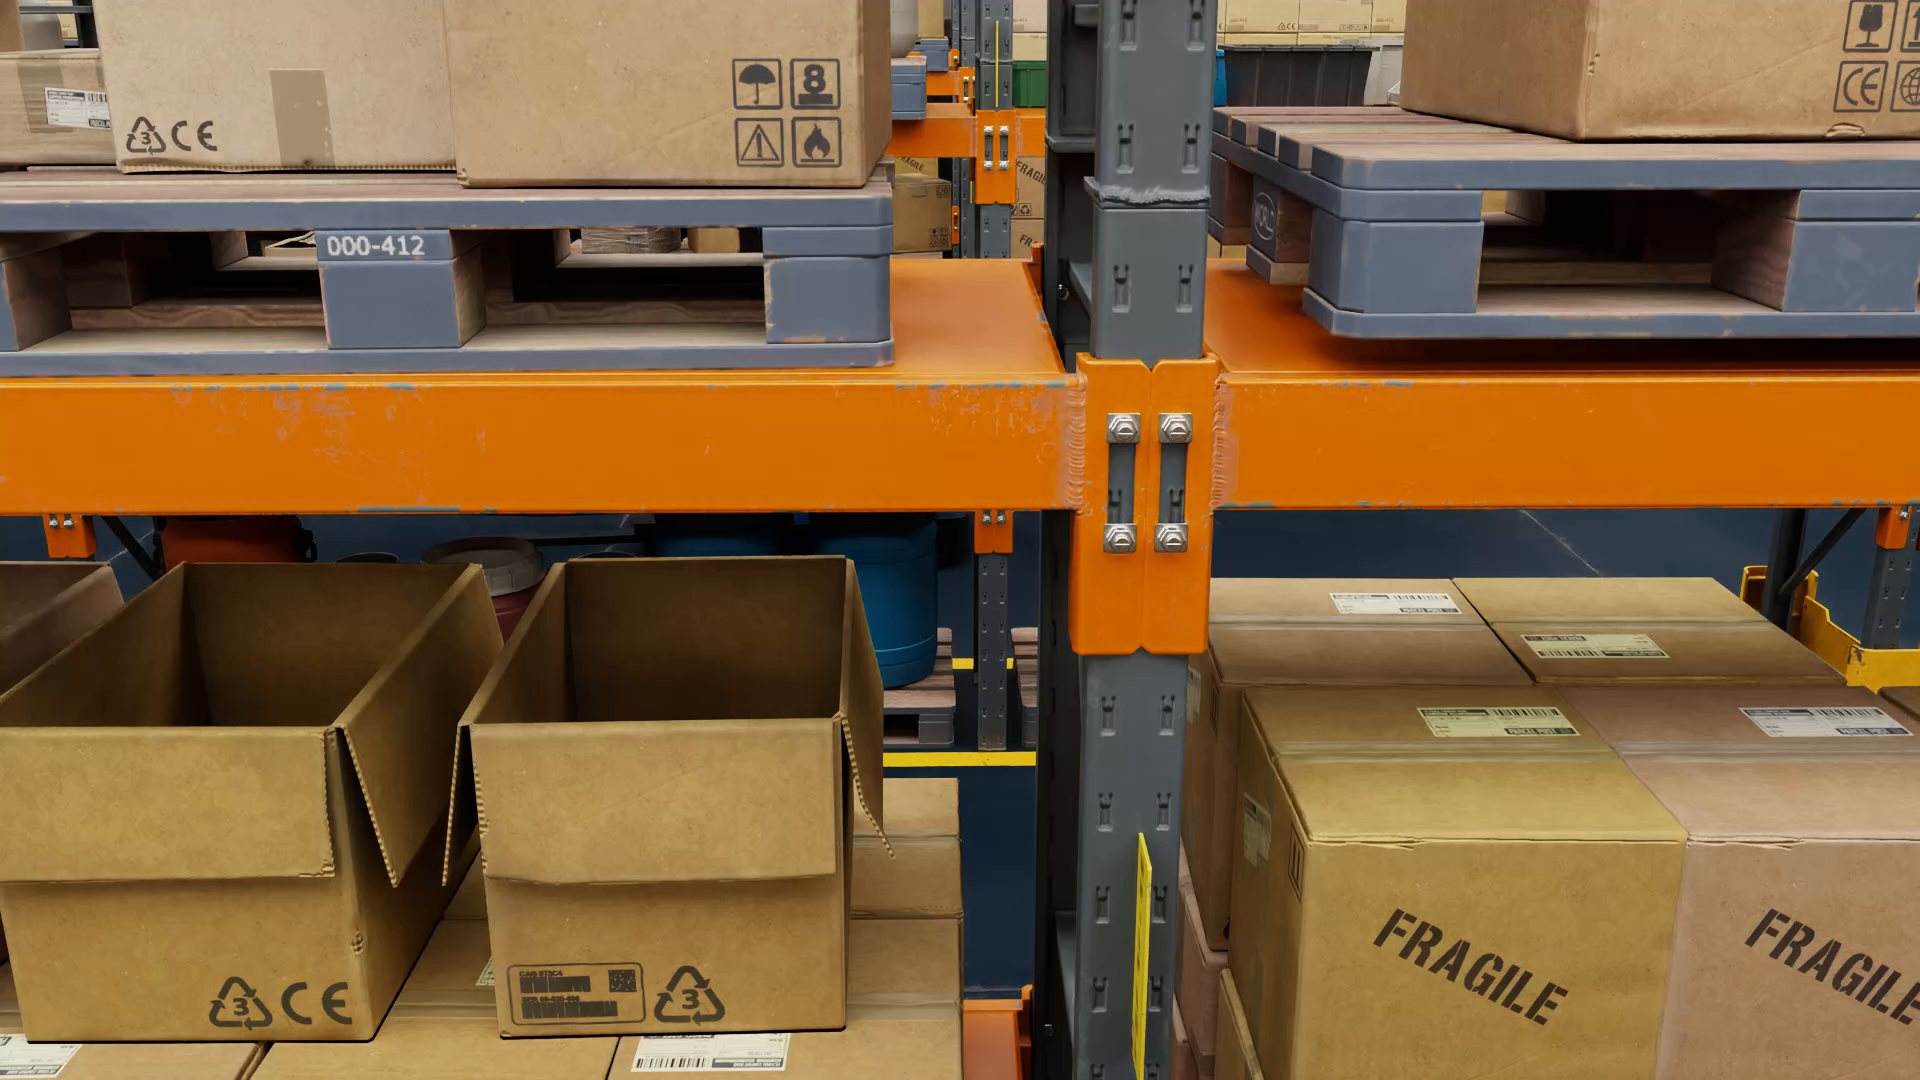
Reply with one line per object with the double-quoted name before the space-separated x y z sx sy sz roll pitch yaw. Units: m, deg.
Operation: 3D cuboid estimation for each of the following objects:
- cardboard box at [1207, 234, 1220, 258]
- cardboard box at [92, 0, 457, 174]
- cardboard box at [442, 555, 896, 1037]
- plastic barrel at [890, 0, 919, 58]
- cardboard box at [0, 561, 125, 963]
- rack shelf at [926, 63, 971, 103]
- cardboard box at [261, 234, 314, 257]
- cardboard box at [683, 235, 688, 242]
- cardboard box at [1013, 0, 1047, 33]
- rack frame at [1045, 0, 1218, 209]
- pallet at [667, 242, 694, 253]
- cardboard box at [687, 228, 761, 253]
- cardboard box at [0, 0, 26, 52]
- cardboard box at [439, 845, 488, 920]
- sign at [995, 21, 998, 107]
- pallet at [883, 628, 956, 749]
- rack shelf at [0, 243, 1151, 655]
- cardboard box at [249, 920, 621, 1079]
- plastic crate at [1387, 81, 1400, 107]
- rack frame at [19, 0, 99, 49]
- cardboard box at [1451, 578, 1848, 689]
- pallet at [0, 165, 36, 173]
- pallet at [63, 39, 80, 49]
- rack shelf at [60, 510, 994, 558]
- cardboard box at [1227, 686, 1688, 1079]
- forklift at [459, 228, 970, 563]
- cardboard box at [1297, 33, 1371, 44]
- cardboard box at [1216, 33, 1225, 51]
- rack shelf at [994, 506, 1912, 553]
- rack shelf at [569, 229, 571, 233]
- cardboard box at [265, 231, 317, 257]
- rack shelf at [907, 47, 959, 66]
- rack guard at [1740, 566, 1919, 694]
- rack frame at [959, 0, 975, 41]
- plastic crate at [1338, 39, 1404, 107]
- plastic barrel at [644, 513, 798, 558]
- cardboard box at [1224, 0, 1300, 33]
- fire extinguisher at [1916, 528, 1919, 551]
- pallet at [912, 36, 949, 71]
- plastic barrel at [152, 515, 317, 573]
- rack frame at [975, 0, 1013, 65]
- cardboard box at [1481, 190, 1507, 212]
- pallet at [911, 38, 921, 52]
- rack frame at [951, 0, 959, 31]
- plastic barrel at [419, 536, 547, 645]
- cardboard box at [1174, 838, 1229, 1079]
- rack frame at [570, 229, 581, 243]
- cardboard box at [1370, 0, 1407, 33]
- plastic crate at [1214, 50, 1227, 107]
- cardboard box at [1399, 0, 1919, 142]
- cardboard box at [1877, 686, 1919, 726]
"cardboard box" 1.590 -2.102 12.026 0.500 0.500 0.500 0 18 -1
"cardboard box" -0.881 -0.712 2.405 0.500 0.311 0.500 -1 18 -3
"cardboard box" -0.422 0.376 2.659 0.637 0.503 0.797 -1 18 -2
"plastic barrel" -0.392 -2.384 7.248 0.433 0.535 0.433 0 18 0
"cardboard box" -1.729 0.384 2.635 0.637 0.503 0.797 0 18 1
"rack shelf" -1.936 -3.206 11.898 4.000 0.370 1.077 0 18 -1
"cardboard box" -6.841 -2.992 17.110 0.500 0.250 0.500 -1 18 -2
"cardboard box" -2.404 -2.766 17.090 0.750 0.750 0.750 0 18 -1
"cardboard box" 0.554 -3.651 11.536 0.500 0.250 0.500 0 18 -1
"rack frame" 0.217 -1.961 1.929 0.127 3.000 1.000 0 18 -1
"pallet" -1.991 -2.030 12.279 1.213 0.211 1.003 0 18 -1
"cardboard box" -1.701 -2.350 12.112 0.500 0.500 0.700 -5 18 -15
"cardboard box" -1.740 -0.779 2.298 0.637 0.503 0.797 -1 18 -2
"cardboard box" -0.750 0.777 3.052 0.500 0.500 0.500 0 18 -1
"sign" 0.145 -1.882 6.577 0.005 0.325 0.100 0 18 -1
"pallet" -0.633 0.702 8.015 1.213 0.211 1.003 0 18 -1
"rack shelf" -1.783 -0.180 2.467 4.000 0.370 1.077 0 18 -1
"cardboard box" -0.741 0.934 2.562 0.500 0.500 0.500 0 18 1
"plastic crate" 2.076 -1.853 6.936 0.530 0.136 0.437 0 18 -1
"rack frame" -3.861 -3.454 6.584 0.127 3.000 1.000 0 18 -1
"cardboard box" 1.173 0.383 2.973 0.500 0.500 0.500 0 18 0
"pallet" -2.022 -0.449 2.435 1.213 0.211 1.003 1 18 2
"pallet" -5.731 -3.412 11.672 1.213 0.211 1.003 1 18 2
"rack shelf" -1.861 -0.265 7.640 4.000 0.370 1.077 0 18 -1
"cardboard box" 0.700 0.544 2.472 0.500 0.500 0.500 0 18 -1
"forklift" -1.500 -1.335 9.911 3.031 2.935 1.130 -2 18 -7
"cardboard box" 2.554 -3.418 11.626 0.500 0.250 0.500 0 18 -1
"cardboard box" 1.554 -3.417 11.623 0.500 0.250 0.500 0 18 -1
"rack shelf" 2.138 -0.284 7.701 4.000 0.370 1.077 0 18 -1
"rack shelf" -6.017 -3.271 17.013 4.000 0.370 1.077 0 18 -1
"cardboard box" -4.833 -2.123 12.401 0.500 0.311 0.500 0 18 -2
"rack shelf" -2.017 -4.719 16.615 4.000 0.370 1.077 0 18 -1
"rack guard" 4.162 0.550 8.015 0.348 0.500 1.175 0 18 -1
"rack frame" 0.064 -4.987 11.360 0.127 3.000 1.000 0 18 -1
"plastic crate" 1.917 -2.092 7.441 0.530 0.282 0.437 0 18 -1
"plastic barrel" -1.114 0.183 7.814 0.708 0.901 0.600 0 18 -1
"cardboard box" 2.054 -3.656 11.549 0.500 0.250 0.500 0 18 -1
"fire extinguisher" 4.296 -0.284 7.259 0.183 0.674 0.296 0 18 -1
"pallet" -0.589 -3.487 11.904 1.003 0.211 1.213 0 18 -1
"plastic barrel" -3.372 0.228 7.791 0.708 0.830 0.600 0 18 -1
"rack frame" 0.139 -3.474 6.644 0.127 3.000 1.000 0 18 -1
"cardboard box" 3.623 -2.587 11.900 0.500 0.500 0.500 0 18 -1
"pallet" -0.934 -4.961 16.503 1.217 0.209 0.805 -1 18 -3
"rack frame" -0.018 -6.500 16.077 0.127 3.000 1.000 0 18 -1
"plastic barrel" -2.243 0.337 7.845 0.708 0.588 0.600 0 18 -1
"cardboard box" 0.654 0.743 3.079 0.500 0.250 0.500 -1 18 -2
"rack frame" -4.017 -3.624 16.933 0.127 3.000 1.000 0 18 -1
"cardboard box" 3.054 -3.661 11.567 0.500 0.250 0.500 0 18 -1
"plastic crate" 1.044 -2.068 7.446 0.300 0.233 0.416 0 18 -1
"cardboard box" 0.998 -0.850 2.361 0.500 0.500 0.700 -1 18 -4
"cardboard box" 1.712 0.540 2.484 0.500 0.500 0.500 -1 18 -3
